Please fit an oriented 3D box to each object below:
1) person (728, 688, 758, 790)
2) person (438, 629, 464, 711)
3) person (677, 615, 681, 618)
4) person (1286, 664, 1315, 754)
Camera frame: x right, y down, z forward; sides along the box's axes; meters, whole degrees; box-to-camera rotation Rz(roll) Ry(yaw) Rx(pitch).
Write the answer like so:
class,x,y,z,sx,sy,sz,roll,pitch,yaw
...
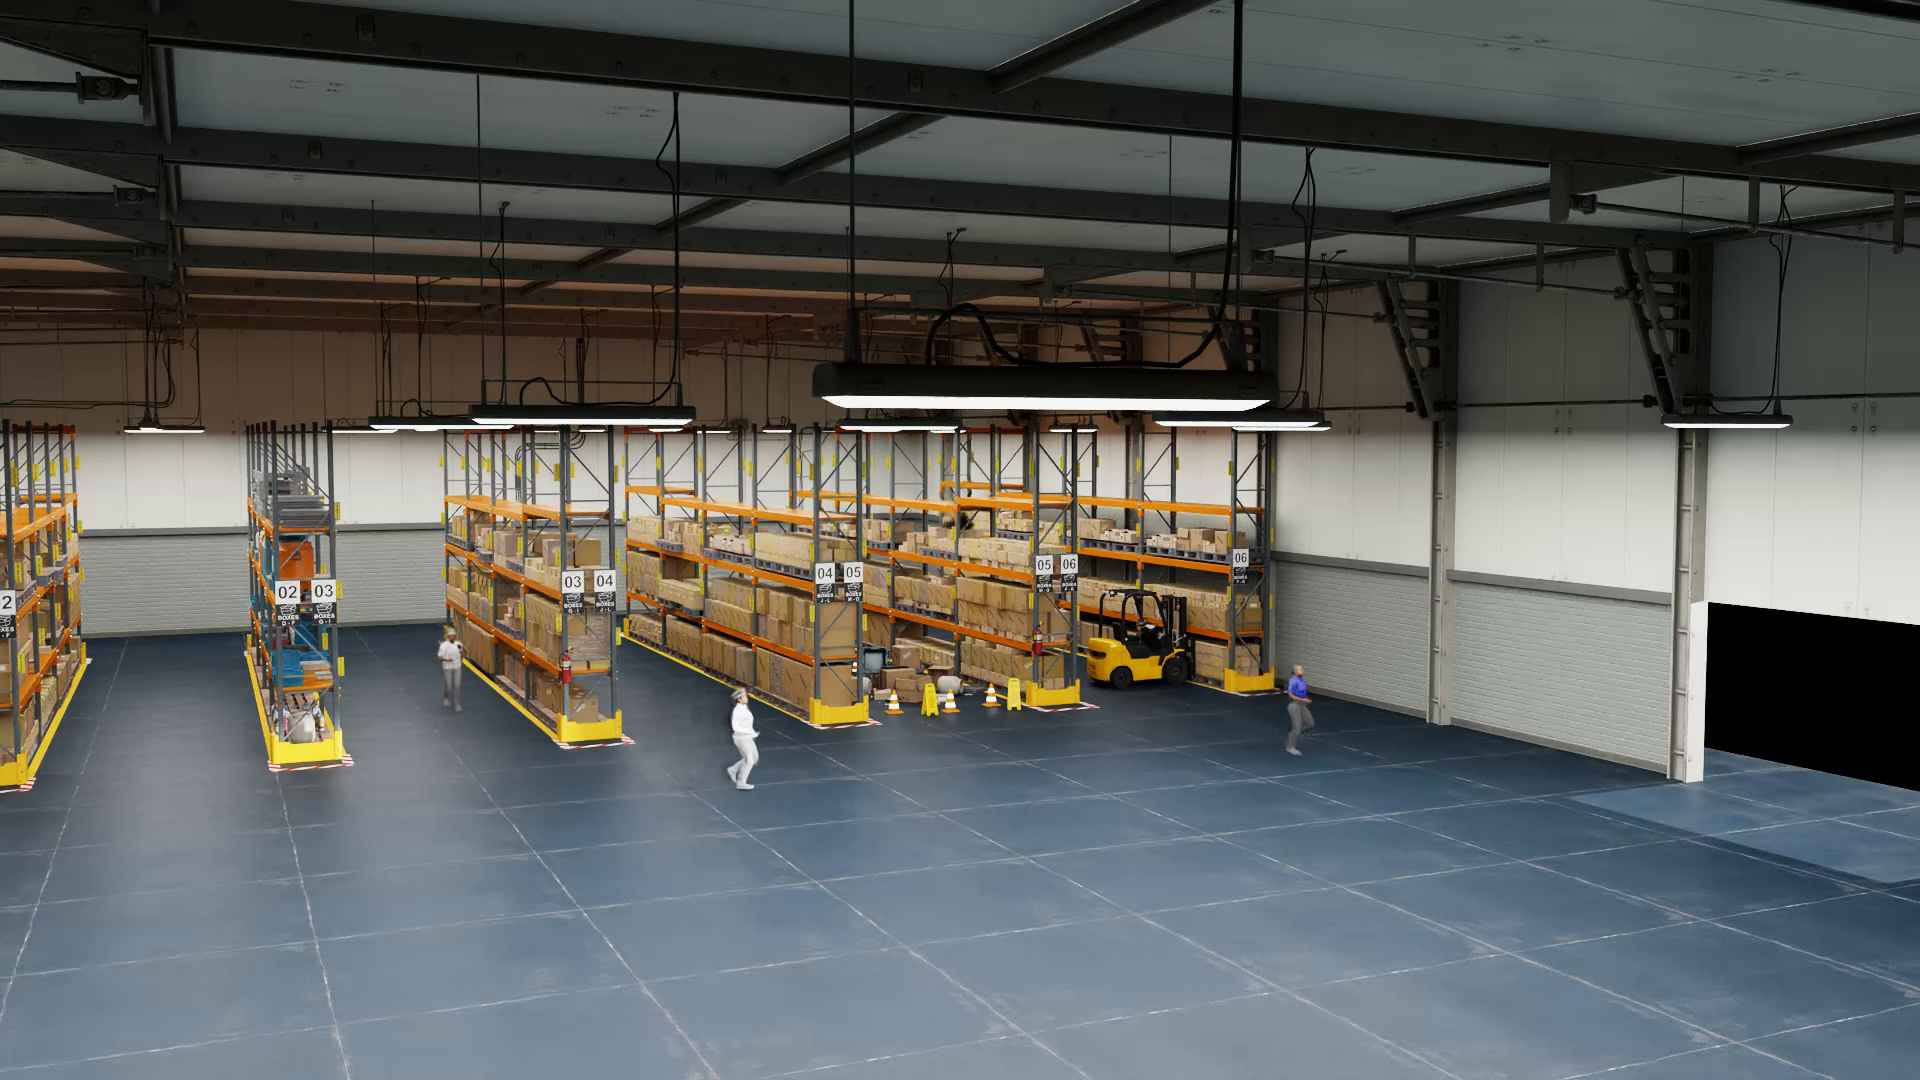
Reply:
class,x,y,z,sx,sy,sz,roll,pitch,yaw
person,-3.498,3.211,26.930,0.548,1.649,0.611,0,4,6
person,-10.585,2.688,34.660,0.586,1.677,0.891,-2,4,-31
person,-8.208,1.789,48.864,0.703,1.813,0.668,3,4,37
person,6.124,3.040,29.924,0.537,1.624,0.624,3,4,36
